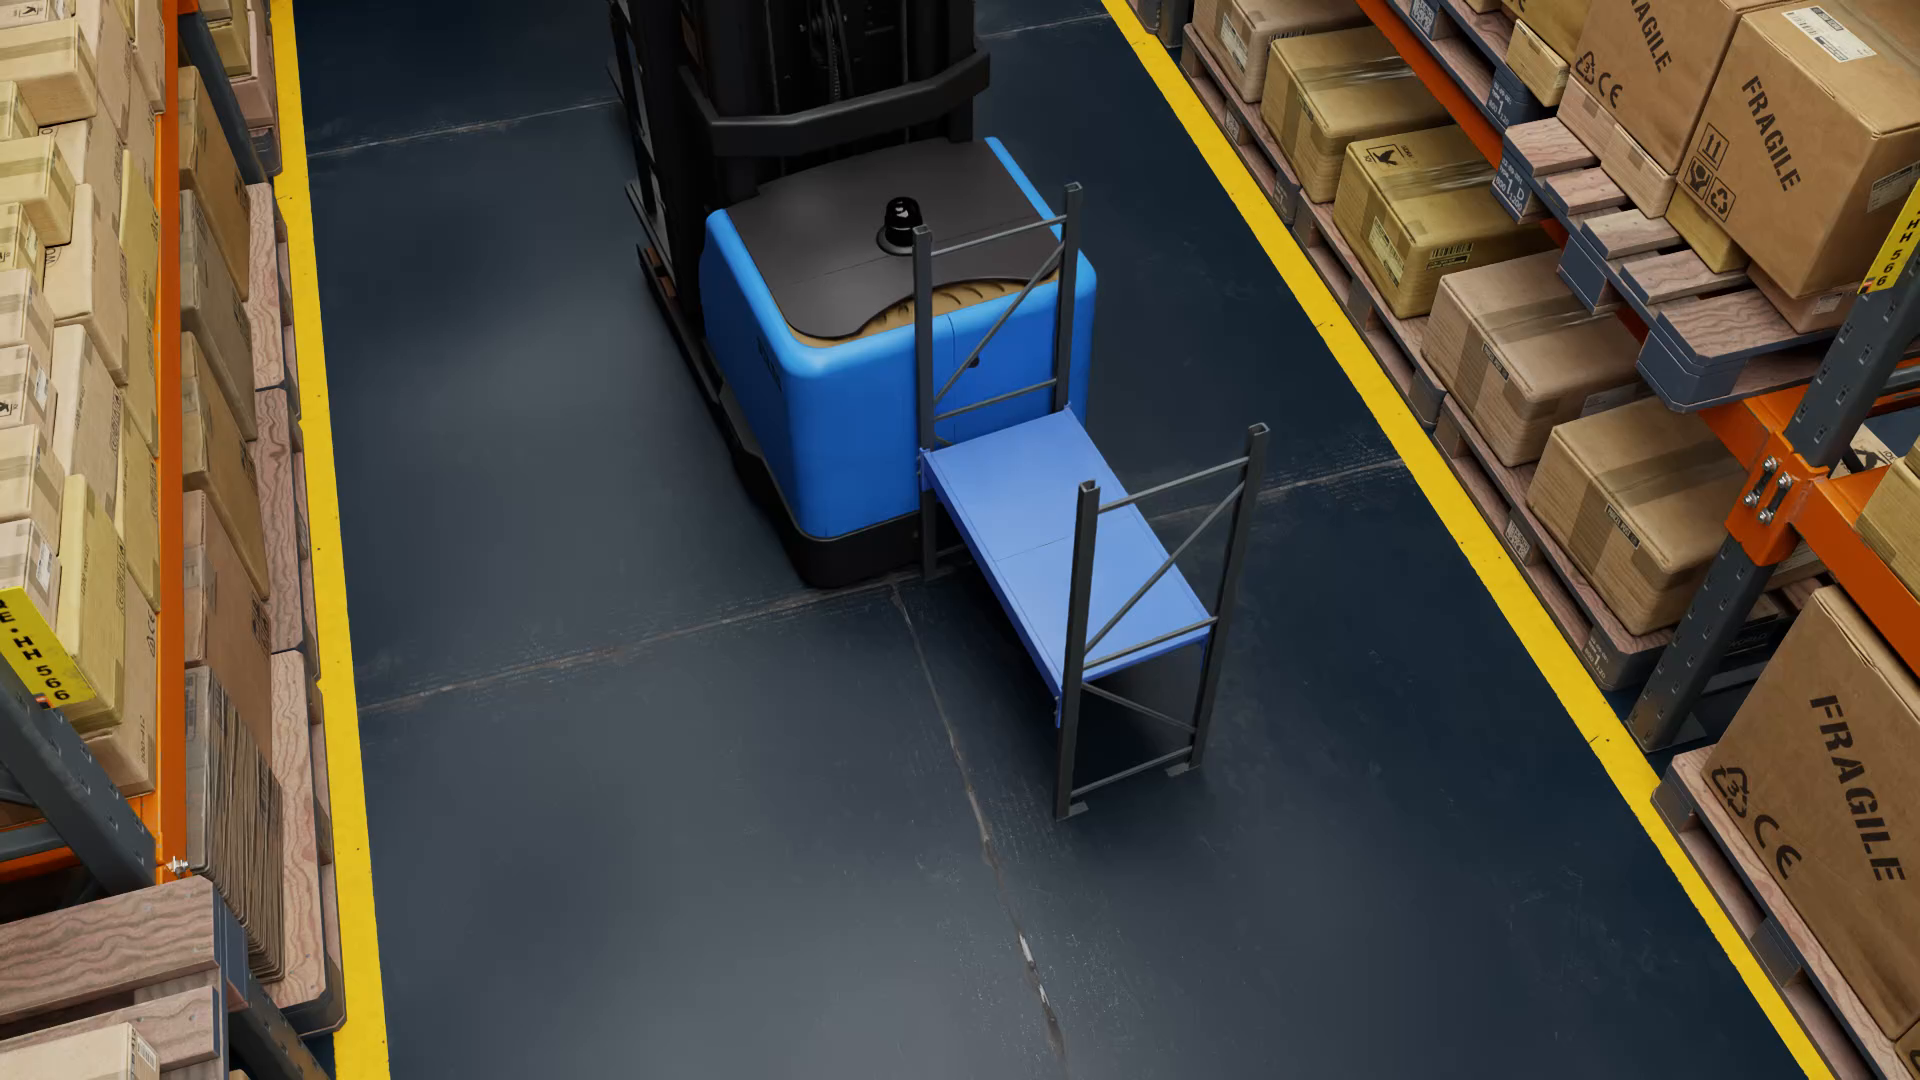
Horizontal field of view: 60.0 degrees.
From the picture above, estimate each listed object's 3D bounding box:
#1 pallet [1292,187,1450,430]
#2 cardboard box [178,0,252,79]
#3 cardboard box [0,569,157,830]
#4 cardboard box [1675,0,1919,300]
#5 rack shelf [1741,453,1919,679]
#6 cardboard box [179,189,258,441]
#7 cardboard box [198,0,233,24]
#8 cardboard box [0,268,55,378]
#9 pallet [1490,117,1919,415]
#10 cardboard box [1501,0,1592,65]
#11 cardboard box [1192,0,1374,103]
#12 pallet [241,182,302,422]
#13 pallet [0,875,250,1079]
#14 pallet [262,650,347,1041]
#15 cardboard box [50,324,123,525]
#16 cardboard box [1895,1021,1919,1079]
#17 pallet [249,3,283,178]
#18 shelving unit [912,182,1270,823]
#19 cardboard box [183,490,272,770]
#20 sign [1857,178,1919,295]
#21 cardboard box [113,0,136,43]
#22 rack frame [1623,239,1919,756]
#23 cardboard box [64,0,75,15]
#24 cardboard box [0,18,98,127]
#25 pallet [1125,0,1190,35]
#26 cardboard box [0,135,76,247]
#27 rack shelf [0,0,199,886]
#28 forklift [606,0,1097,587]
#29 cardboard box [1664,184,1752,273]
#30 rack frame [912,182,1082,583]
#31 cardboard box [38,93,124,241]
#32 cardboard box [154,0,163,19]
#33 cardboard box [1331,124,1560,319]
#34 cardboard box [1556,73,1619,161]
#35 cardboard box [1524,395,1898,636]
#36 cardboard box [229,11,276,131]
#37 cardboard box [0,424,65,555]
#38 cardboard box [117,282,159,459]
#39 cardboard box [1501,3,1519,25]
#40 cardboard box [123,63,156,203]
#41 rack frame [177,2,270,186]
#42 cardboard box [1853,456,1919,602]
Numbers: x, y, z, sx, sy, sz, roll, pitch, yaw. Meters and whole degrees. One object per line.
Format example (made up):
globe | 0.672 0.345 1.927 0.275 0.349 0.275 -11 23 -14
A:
pallet | 2.007 -1.015 6.468 1.003 0.211 1.213 -13 51 -11
cardboard box | -3.178 -2.083 6.741 0.500 0.250 0.500 -14 51 -11
cardboard box | -2.045 0.340 3.599 0.500 0.250 0.500 -13 51 -11
cardboard box | 2.194 -0.986 4.085 0.500 0.500 0.500 -15 51 -12
rack shelf | 3.185 1.239 3.214 1.077 0.370 4.000 -13 51 -11
cardboard box | -2.942 -0.673 5.634 0.875 0.625 0.625 -14 51 -11
cardboard box | -3.173 -2.246 6.551 0.500 0.250 0.500 -14 51 -12
cardboard box | -2.230 -0.434 3.664 0.380 0.149 0.250 -13 51 -11
pallet | 2.281 -0.888 4.662 1.213 0.211 1.003 -13 51 -11
cardboard box | 1.880 -1.730 4.712 0.500 0.500 0.500 -16 52 -13
cardboard box | 1.568 -2.281 7.155 0.950 0.372 0.625 -13 51 -11
pallet | -3.075 -0.822 6.305 1.003 0.211 1.213 -13 51 -11
pallet | -1.879 1.213 2.891 1.213 0.211 1.003 -13 51 -11
pallet | -2.353 0.960 4.802 1.003 0.211 1.213 -13 51 -11
cardboard box | -2.192 -0.187 3.717 0.500 0.250 0.500 -12 51 -10
cardboard box | 2.978 1.272 3.831 0.875 0.875 0.875 -13 51 -11
pallet | -3.525 -1.942 7.249 1.003 0.211 1.213 -13 51 -11
shelving unit | 0.309 -0.071 4.829 0.538 1.500 1.048 -19 52 -15
cardboard box | -2.519 0.367 4.757 0.875 0.625 0.625 -12 51 -10
sign | 2.078 -0.672 3.649 0.100 0.325 0.005 -13 51 -11
cardboard box | -2.781 -1.688 4.982 0.500 0.250 0.500 -15 51 -12
rack frame | 2.594 -0.454 4.170 1.000 3.000 0.127 -13 51 -11
cardboard box | -2.679 -1.549 4.605 0.380 0.149 0.250 -14 51 -12
cardboard box | -2.458 -1.189 4.301 0.380 0.149 0.250 -15 51 -12
pallet | 1.179 -2.959 8.106 1.003 0.211 1.213 -13 51 -11
cardboard box | -2.351 -0.810 3.981 0.380 0.149 0.250 -12 51 -10
rack shelf | -2.738 -0.557 4.729 1.077 0.370 4.000 -13 51 -11
forklift | -0.619 -1.936 5.465 1.130 2.935 3.031 -19 52 -15
cardboard box | 2.124 -0.874 4.414 0.380 0.149 0.250 -13 51 -10
rack frame | 0.105 -0.427 5.129 0.500 1.500 0.032 -19 52 -15
cardboard box | -2.504 -0.940 4.352 0.500 0.250 0.500 -13 51 -10
cardboard box | -2.931 -1.893 5.482 0.500 0.250 0.500 -12 51 -10
cardboard box | 1.992 -1.249 6.285 0.950 0.372 0.625 -12 51 -10
cardboard box | 1.940 -1.233 4.717 0.380 0.149 0.250 -16 52 -13
cardboard box | 2.436 -0.157 5.364 0.950 0.372 0.625 -16 52 -13
cardboard box | -3.156 -1.927 6.937 0.500 0.250 0.500 -13 51 -11
cardboard box | -2.040 -0.064 3.352 0.380 0.149 0.250 -12 51 -10
cardboard box | -2.348 -0.403 4.226 0.500 0.250 0.500 -15 51 -12
cardboard box | 1.891 -1.643 5.063 0.380 0.149 0.250 -13 51 -11
cardboard box | -2.659 -1.157 4.862 0.500 0.250 0.500 -13 51 -11
rack frame | -3.330 -2.250 5.685 1.000 3.000 0.127 -13 51 -11
cardboard box | 2.498 0.009 3.879 0.500 0.250 0.500 -14 51 -12
